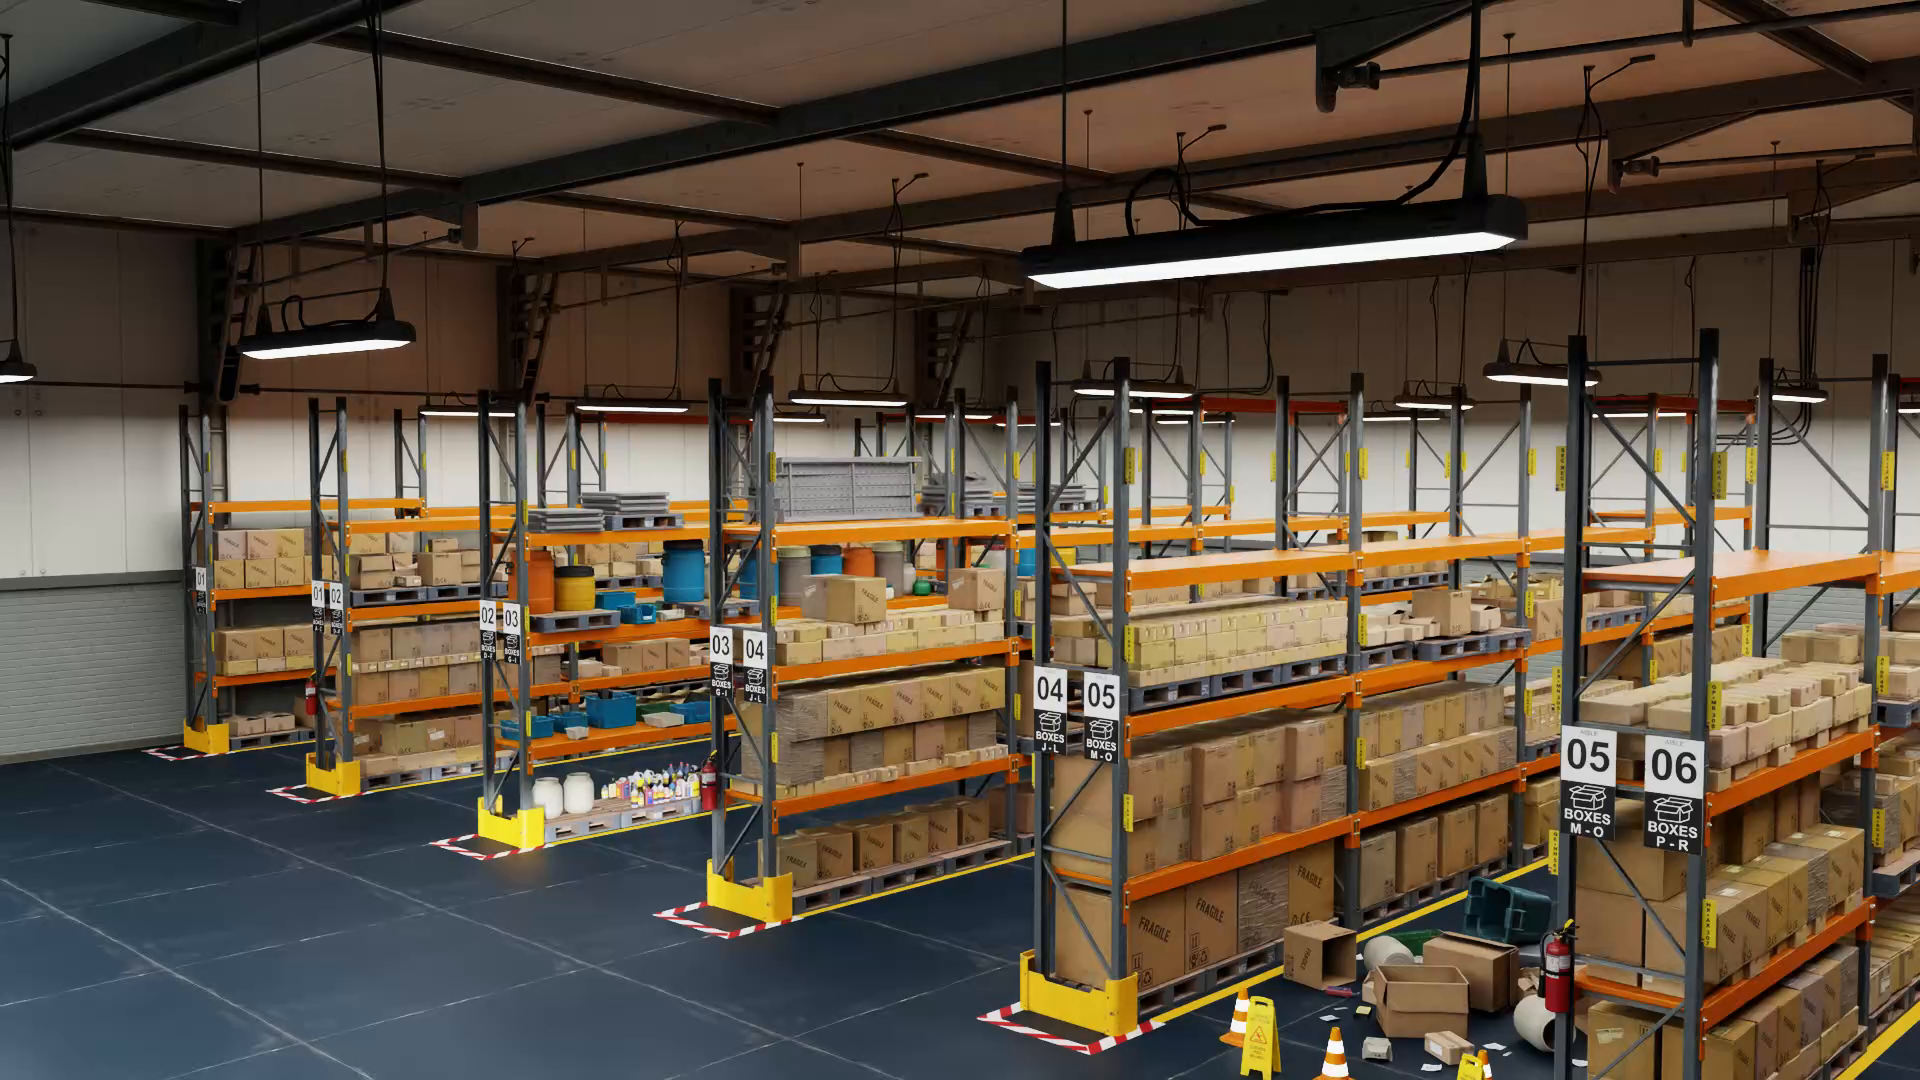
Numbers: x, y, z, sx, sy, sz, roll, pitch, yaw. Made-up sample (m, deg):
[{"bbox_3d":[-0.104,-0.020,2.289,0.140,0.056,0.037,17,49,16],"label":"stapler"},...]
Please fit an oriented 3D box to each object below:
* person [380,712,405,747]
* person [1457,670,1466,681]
[{"bbox_3d":[-9.664,2.771,28.367,0.669,1.777,0.566,-1,3,-14],"label":"person"},{"bbox_3d":[7.885,2.928,26.502,0.407,1.745,0.647,1,3,15],"label":"person"}]
